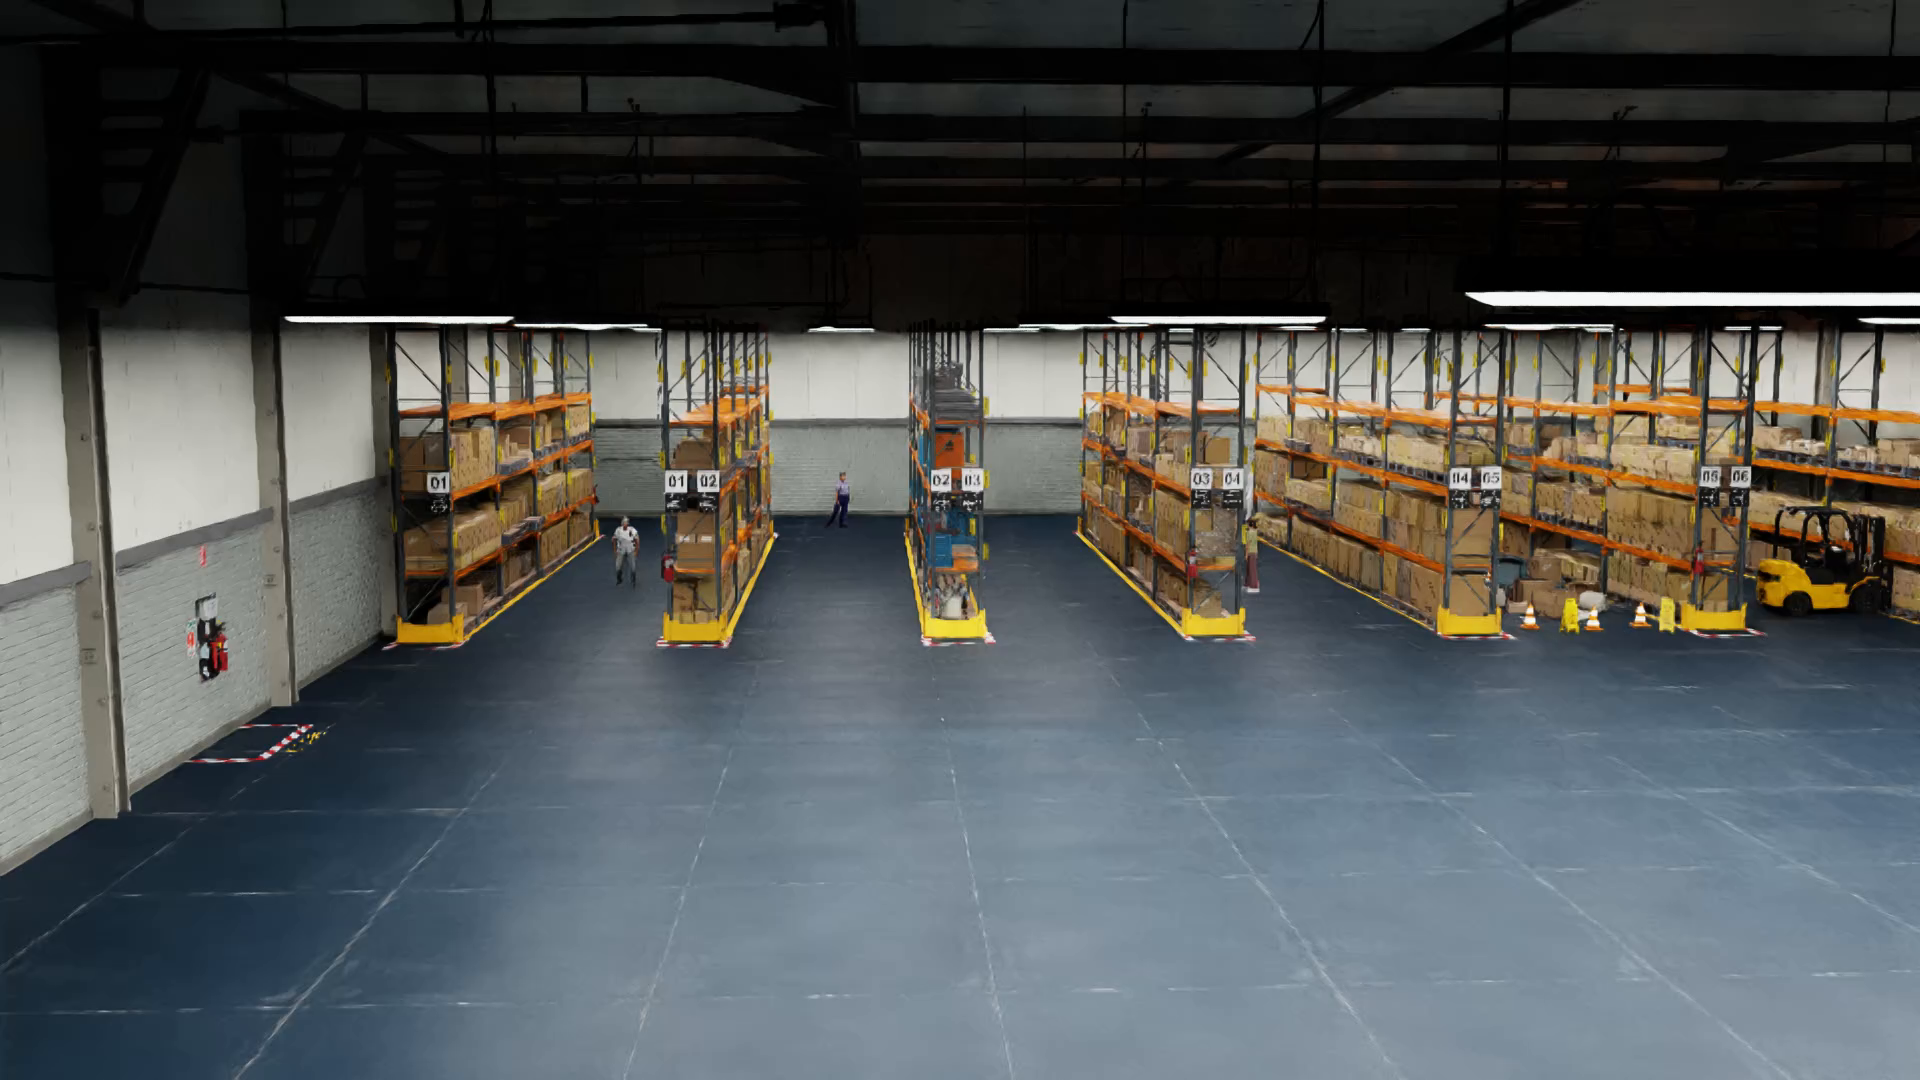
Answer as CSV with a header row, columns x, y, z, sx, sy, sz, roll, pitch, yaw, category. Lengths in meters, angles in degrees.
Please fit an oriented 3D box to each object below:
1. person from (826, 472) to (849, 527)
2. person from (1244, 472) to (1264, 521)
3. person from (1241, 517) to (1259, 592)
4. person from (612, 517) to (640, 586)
x,y,z,sx,sy,sz,roll,pitch,yaw,category
-3.640,-1.202,49.549,0.497,1.640,0.680,7,10,42,person
9.072,-1.393,51.118,0.633,1.642,1.042,2,7,19,person
6.445,0.306,37.052,0.569,1.668,0.560,4,8,28,person
-7.616,0.258,37.906,0.625,1.607,0.582,-1,7,-6,person
